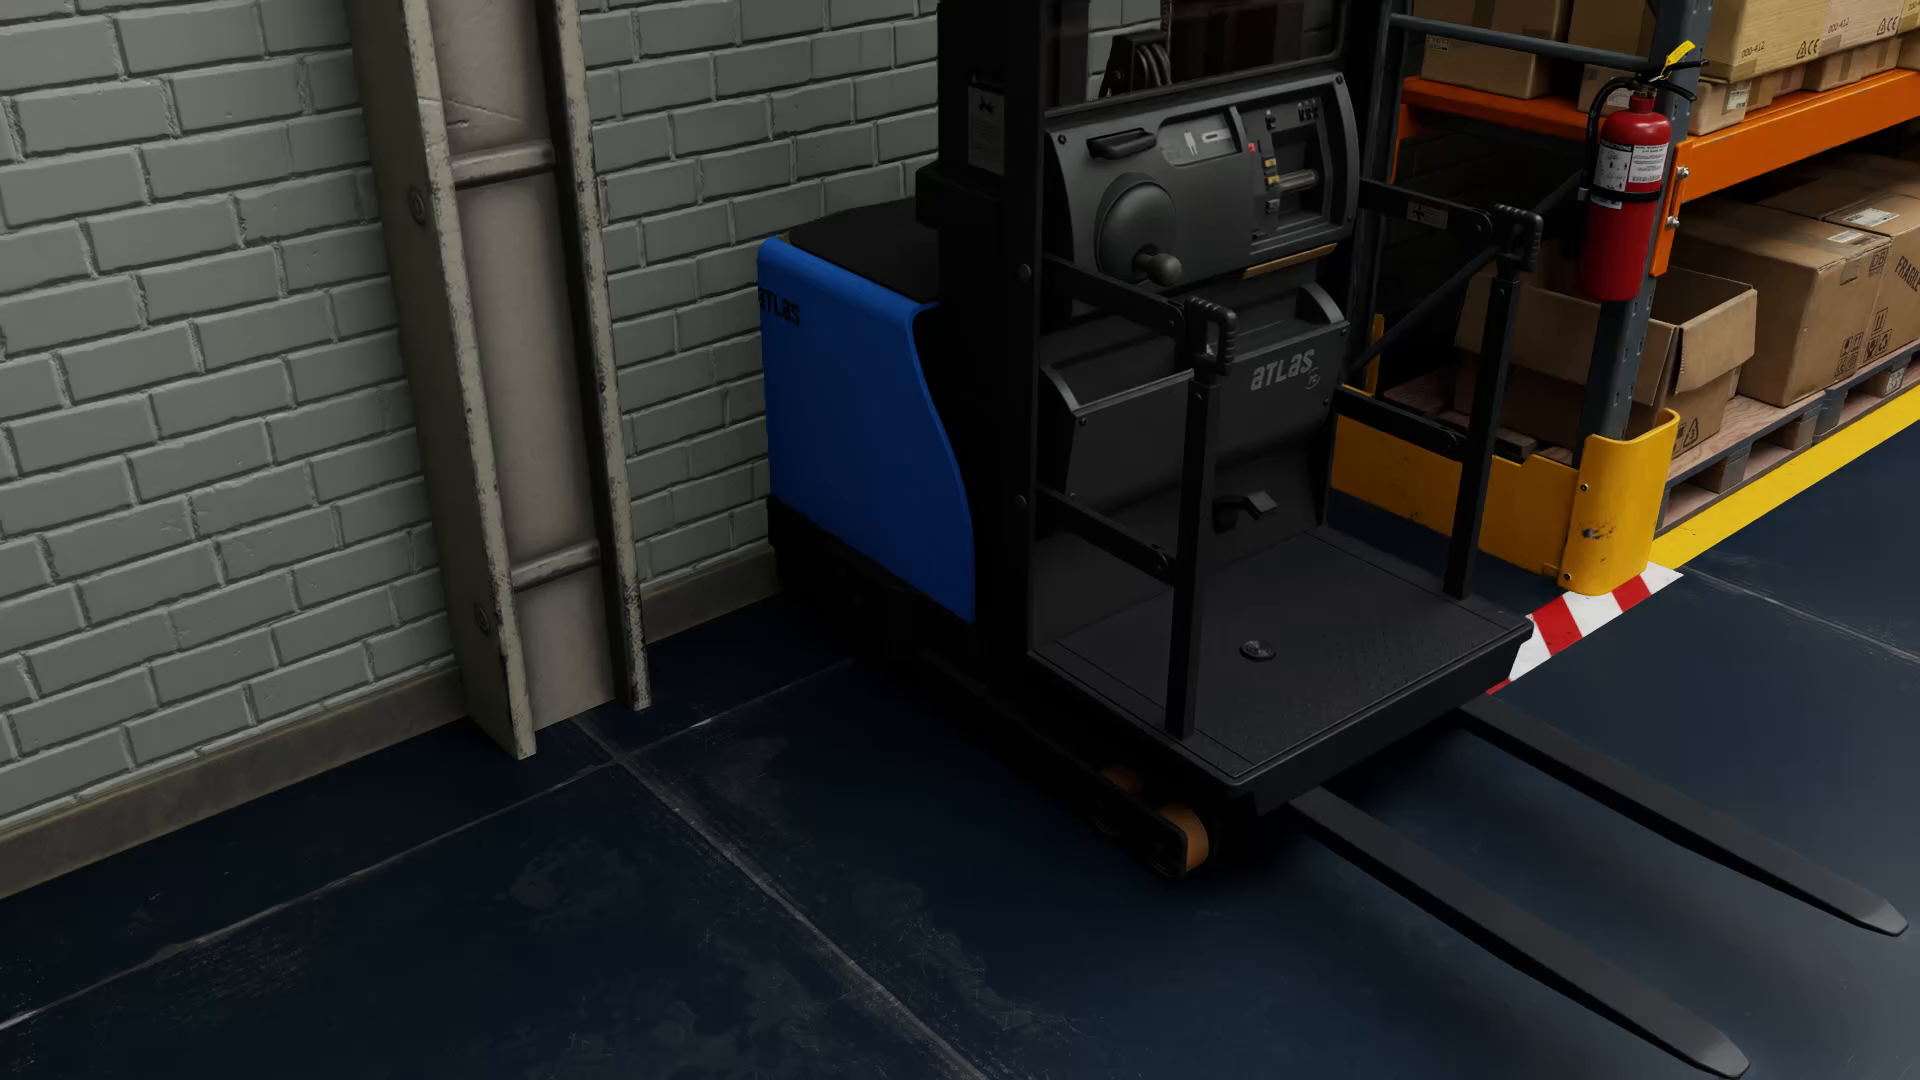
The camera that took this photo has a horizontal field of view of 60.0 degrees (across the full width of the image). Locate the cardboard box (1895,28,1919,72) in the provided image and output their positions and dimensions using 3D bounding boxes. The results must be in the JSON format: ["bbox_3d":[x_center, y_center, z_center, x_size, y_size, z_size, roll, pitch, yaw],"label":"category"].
[{"bbox_3d":[3.008,-1.650,5.421,0.250,0.149,0.380,-23,36,-36],"label":"cardboard box"}]

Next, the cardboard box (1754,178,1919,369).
[{"bbox_3d":[3.237,-0.991,6.129,0.500,0.500,0.500,-21,35,-34],"label":"cardboard box"}]

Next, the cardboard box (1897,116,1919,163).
[{"bbox_3d":[4.792,-1.945,7.913,0.500,0.500,0.500,-22,35,-35],"label":"cardboard box"}]

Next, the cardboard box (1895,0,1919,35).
[{"bbox_3d":[2.855,-1.800,5.279,0.500,0.250,0.500,-23,36,-36],"label":"cardboard box"}]

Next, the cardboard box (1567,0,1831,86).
[{"bbox_3d":[2.088,-1.489,4.698,0.500,0.250,0.500,-22,35,-35],"label":"cardboard box"}]

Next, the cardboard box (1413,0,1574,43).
[{"bbox_3d":[1.745,-1.683,5.060,0.500,0.250,0.500,-21,34,-34],"label":"cardboard box"}]

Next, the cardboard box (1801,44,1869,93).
[{"bbox_3d":[2.569,-1.516,5.171,0.250,0.149,0.380,-21,34,-33],"label":"cardboard box"}]

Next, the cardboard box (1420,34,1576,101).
[{"bbox_3d":[1.646,-1.469,5.082,0.250,0.149,0.380,-22,35,-35],"label":"cardboard box"}]

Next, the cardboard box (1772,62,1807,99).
[{"bbox_3d":[2.337,-1.461,5.067,0.250,0.149,0.380,-22,35,-36],"label":"cardboard box"}]

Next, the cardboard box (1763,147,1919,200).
[{"bbox_3d":[3.560,-1.183,6.488,0.500,0.500,0.700,-23,36,-37],"label":"cardboard box"}]

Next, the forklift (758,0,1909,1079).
[{"bbox_3d":[0.707,-0.789,3.616,1.130,2.935,3.031,-20,34,-33],"label":"forklift"}]

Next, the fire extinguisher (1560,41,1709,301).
[{"bbox_3d":[1.756,-0.973,4.365,0.183,0.674,0.296,-22,35,-35],"label":"fire extinguisher"}]

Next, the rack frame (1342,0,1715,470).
[{"bbox_3d":[1.568,-1.382,4.653,0.127,3.000,1.000,-22,35,-35],"label":"rack frame"}]

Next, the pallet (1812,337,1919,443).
[{"bbox_3d":[3.159,-0.791,6.506,1.213,0.211,1.003,-22,35,-35],"label":"pallet"}]

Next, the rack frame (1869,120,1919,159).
[{"bbox_3d":[4.611,-2.606,6.943,0.127,3.000,1.000,-22,35,-35],"label":"rack frame"}]

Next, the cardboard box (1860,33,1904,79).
[{"bbox_3d":[2.767,-1.599,5.326,0.250,0.149,0.380,-21,35,-34],"label":"cardboard box"}]

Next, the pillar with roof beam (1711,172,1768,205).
[{"bbox_3d":[6.290,-3.818,2.847,0.400,9.000,9.100,-22,35,-35],"label":"pillar with roof beam"}]

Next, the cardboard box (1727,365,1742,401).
[{"bbox_3d":[2.443,-0.579,5.730,0.250,0.149,0.380,-24,36,-37],"label":"cardboard box"}]

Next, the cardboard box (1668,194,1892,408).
[{"bbox_3d":[2.770,-0.865,5.893,0.500,0.500,0.700,-20,34,-33],"label":"cardboard box"}]

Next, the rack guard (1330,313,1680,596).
[{"bbox_3d":[1.626,-0.303,5.286,0.348,0.500,1.175,-22,35,-35],"label":"rack guard"}]

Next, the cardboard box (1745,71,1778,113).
[{"bbox_3d":[2.159,-1.368,4.893,0.250,0.149,0.380,-21,35,-34],"label":"cardboard box"}]

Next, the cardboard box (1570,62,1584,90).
[{"bbox_3d":[1.879,-1.524,5.186,0.250,0.149,0.380,-21,34,-34],"label":"cardboard box"}]

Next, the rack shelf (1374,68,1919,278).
[{"bbox_3d":[3.089,-1.676,5.968,4.000,0.370,1.077,-22,35,-35],"label":"rack shelf"}]

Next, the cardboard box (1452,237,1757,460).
[{"bbox_3d":[2.095,-0.619,5.429,0.637,0.503,0.797,-24,36,-37],"label":"cardboard box"}]

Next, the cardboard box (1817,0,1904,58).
[{"bbox_3d":[2.471,-1.643,4.986,0.500,0.250,0.500,-21,35,-34],"label":"cardboard box"}]

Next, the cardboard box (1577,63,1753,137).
[{"bbox_3d":[1.996,-1.273,4.717,0.250,0.149,0.380,-22,35,-35],"label":"cardboard box"}]

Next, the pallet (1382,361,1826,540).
[{"bbox_3d":[2.231,-0.419,5.811,1.213,0.211,1.003,-22,35,-35],"label":"pallet"}]
